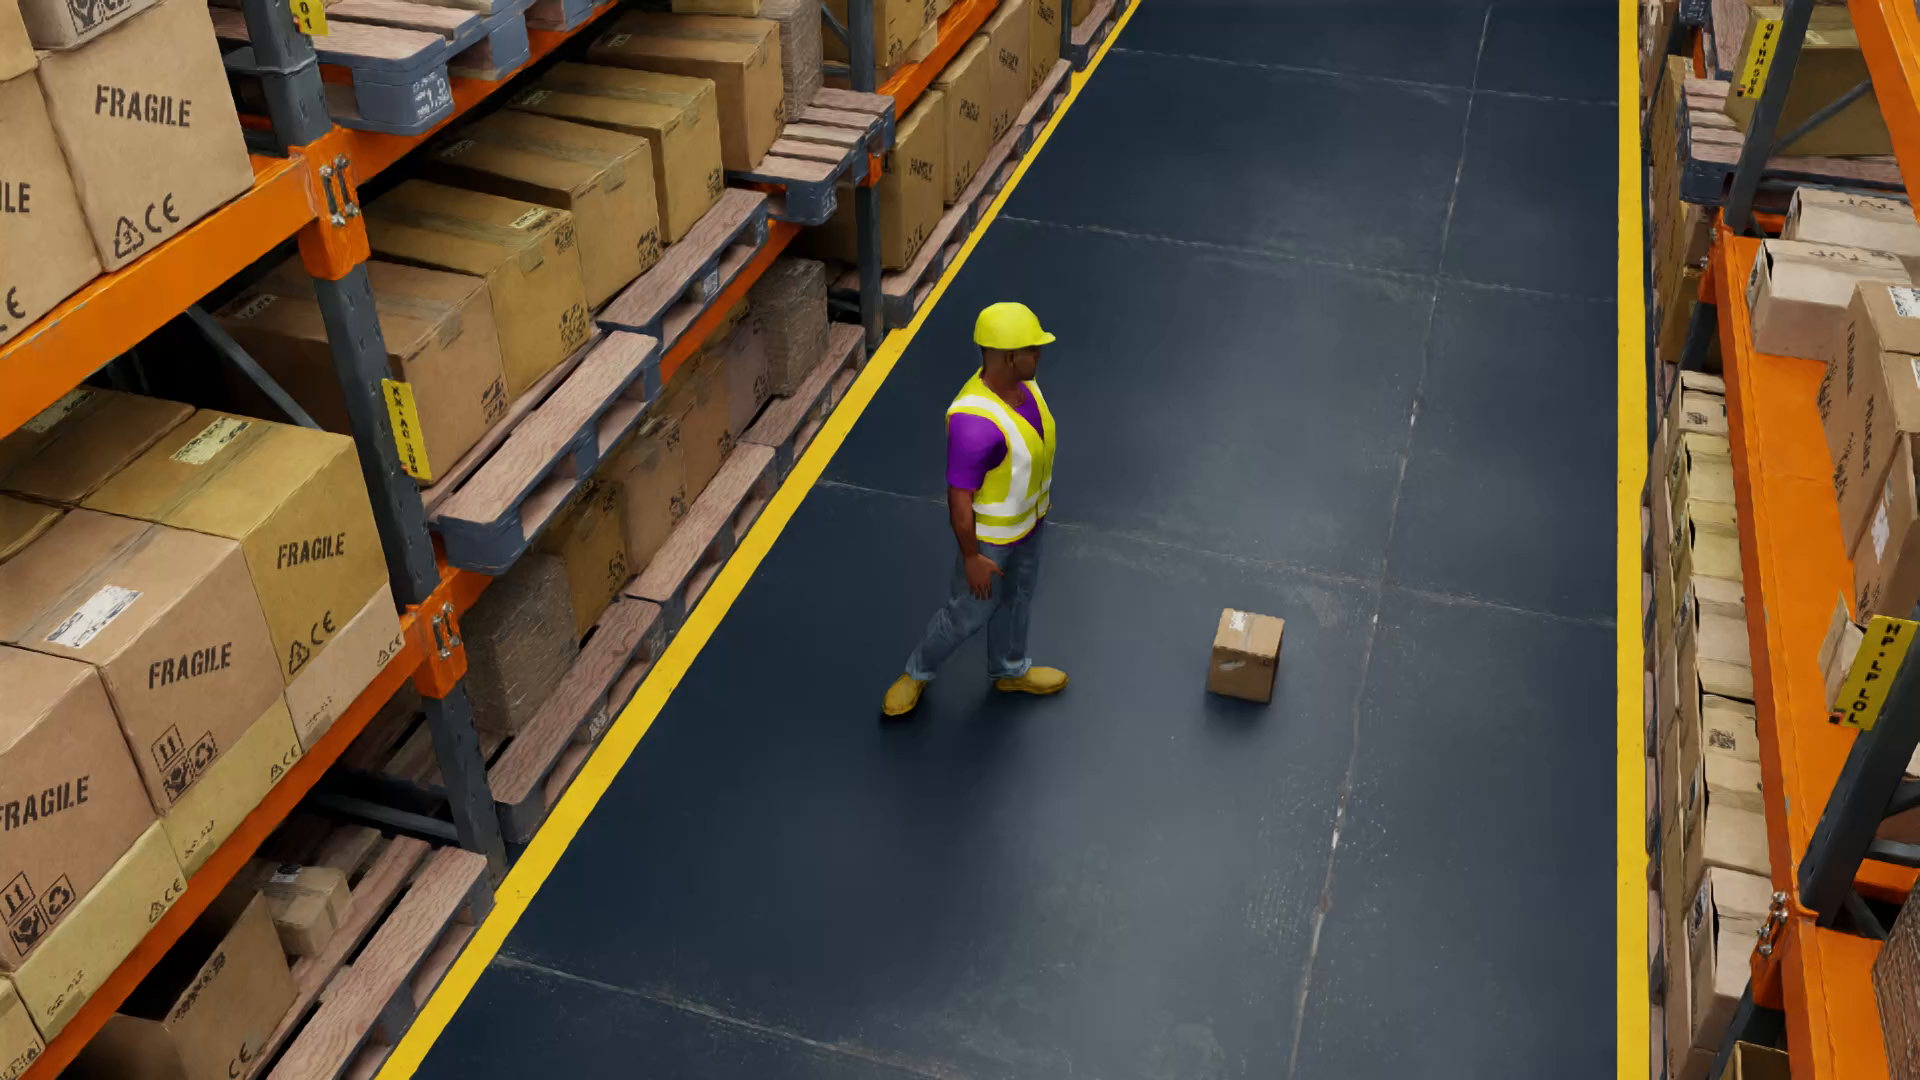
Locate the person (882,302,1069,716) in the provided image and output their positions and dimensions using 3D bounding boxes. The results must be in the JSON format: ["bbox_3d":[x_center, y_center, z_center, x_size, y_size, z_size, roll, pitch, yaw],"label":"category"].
[{"bbox_3d":[0.092,-0.086,6.249,0.599,1.771,0.745,18,40,22],"label":"person"}]
